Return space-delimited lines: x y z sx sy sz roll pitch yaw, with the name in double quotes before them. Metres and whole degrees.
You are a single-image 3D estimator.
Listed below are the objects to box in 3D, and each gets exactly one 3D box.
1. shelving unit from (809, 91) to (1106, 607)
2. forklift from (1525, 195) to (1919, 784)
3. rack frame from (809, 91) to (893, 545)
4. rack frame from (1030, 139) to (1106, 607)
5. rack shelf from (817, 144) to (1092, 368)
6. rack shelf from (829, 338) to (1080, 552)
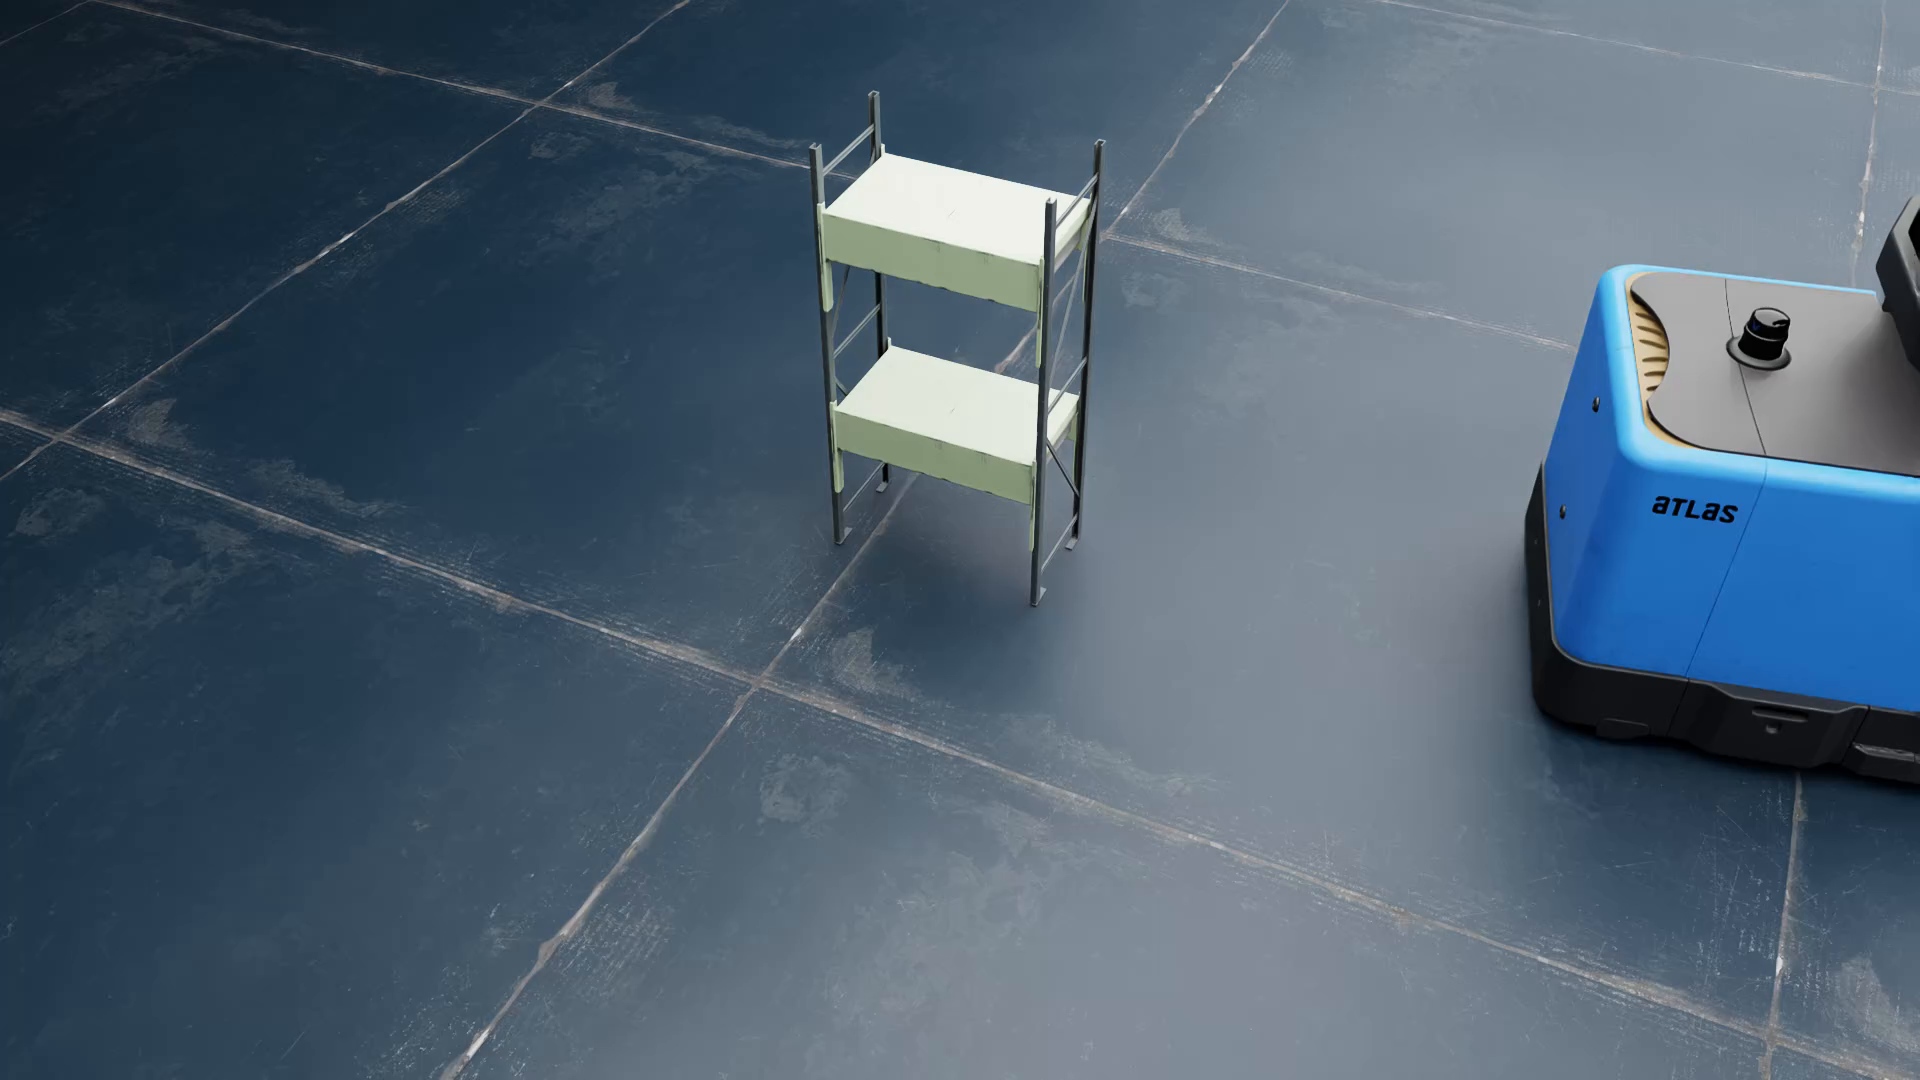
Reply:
"shelving unit" -0.006 -0.569 5.261 0.755 1.500 0.431 17 44 19
"forklift" 3.328 -0.635 4.245 3.031 2.935 1.130 8 42 10
"rack frame" -0.338 -0.670 5.378 0.023 1.500 0.400 17 44 19
"rack frame" 0.326 -0.467 5.144 0.023 1.500 0.400 17 44 19
"rack shelf" -0.006 -0.863 5.005 0.720 0.370 0.431 17 44 19
"rack shelf" -0.006 -0.322 5.474 0.720 0.370 0.431 17 44 19
